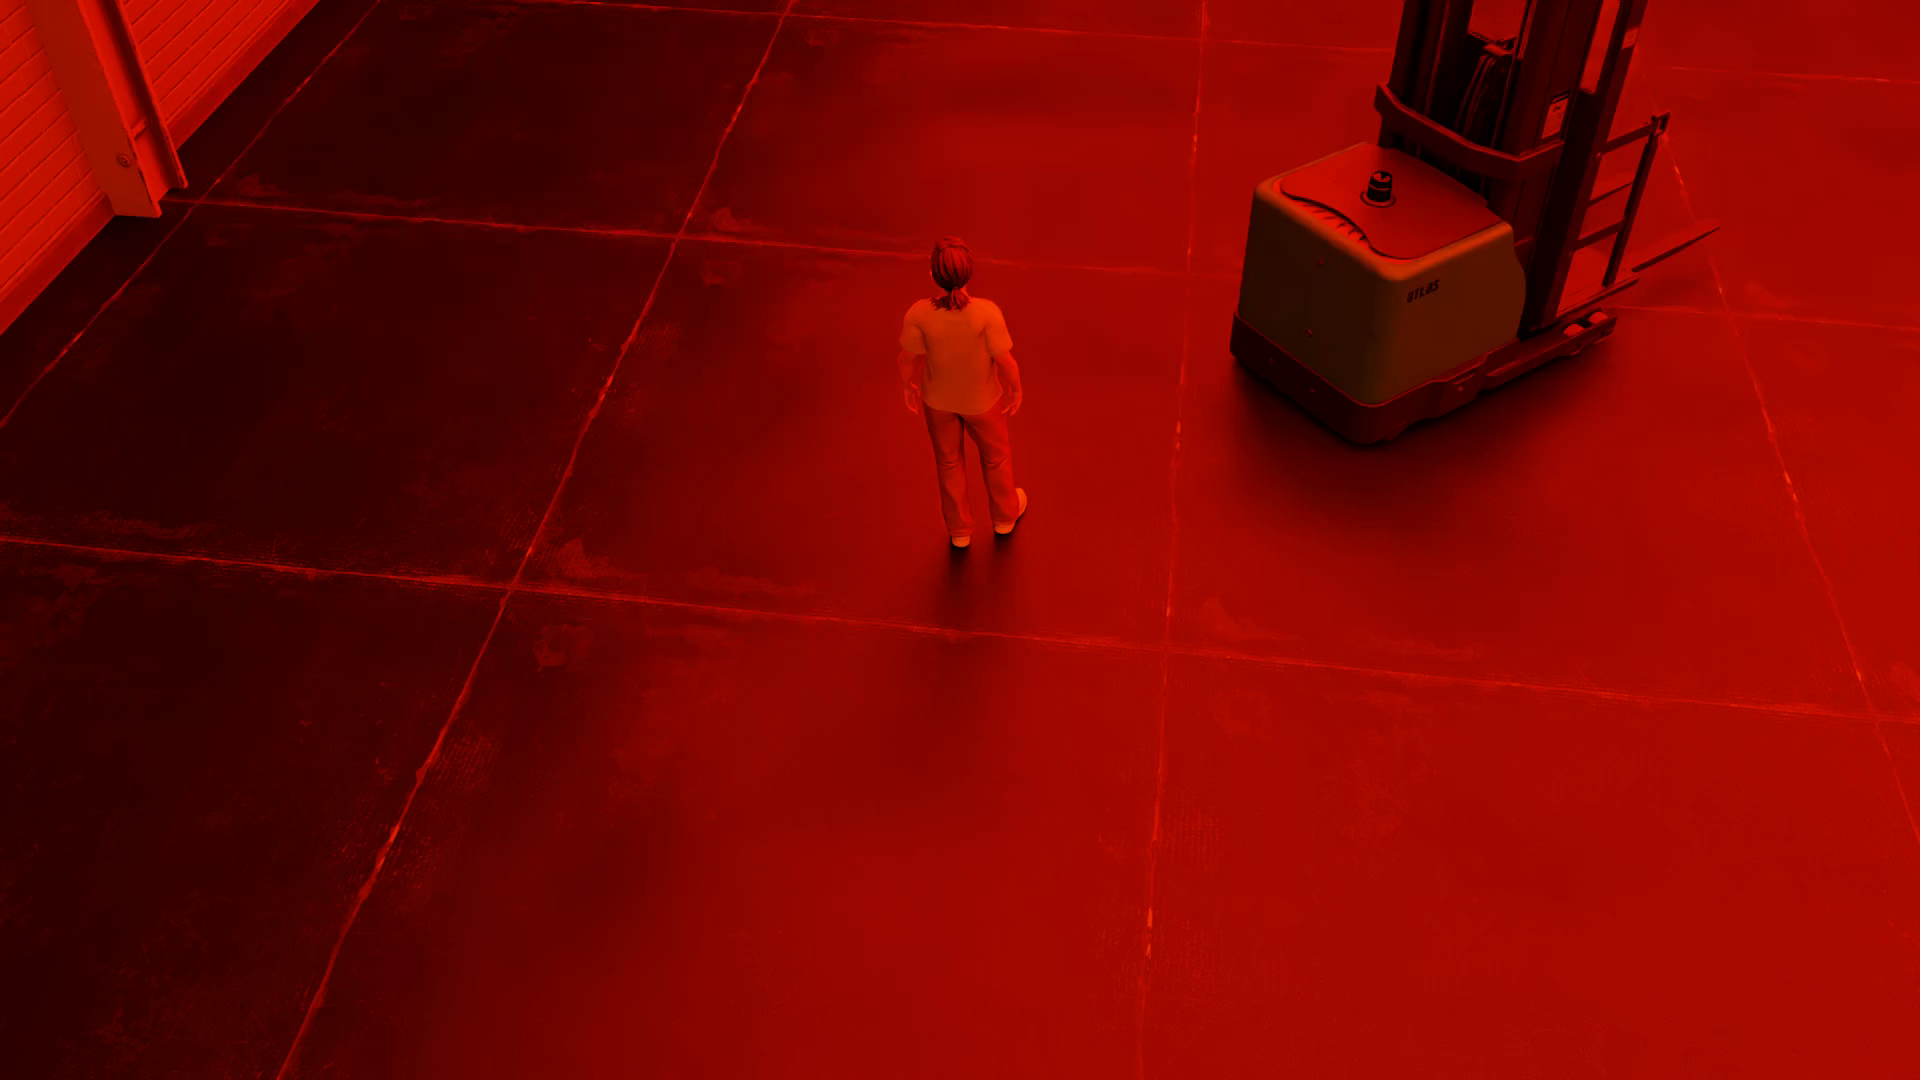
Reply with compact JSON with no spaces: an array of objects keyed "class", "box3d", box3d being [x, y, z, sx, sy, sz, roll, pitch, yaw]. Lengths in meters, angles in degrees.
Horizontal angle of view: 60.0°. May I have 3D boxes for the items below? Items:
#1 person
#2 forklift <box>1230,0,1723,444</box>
[{"class":"person","box3d":[0.021,-0.670,7.372,0.555,1.675,0.549,5,43,6]},{"class":"forklift","box3d":[2.946,-2.347,8.280,3.031,2.935,1.130,-25,48,-25]}]
